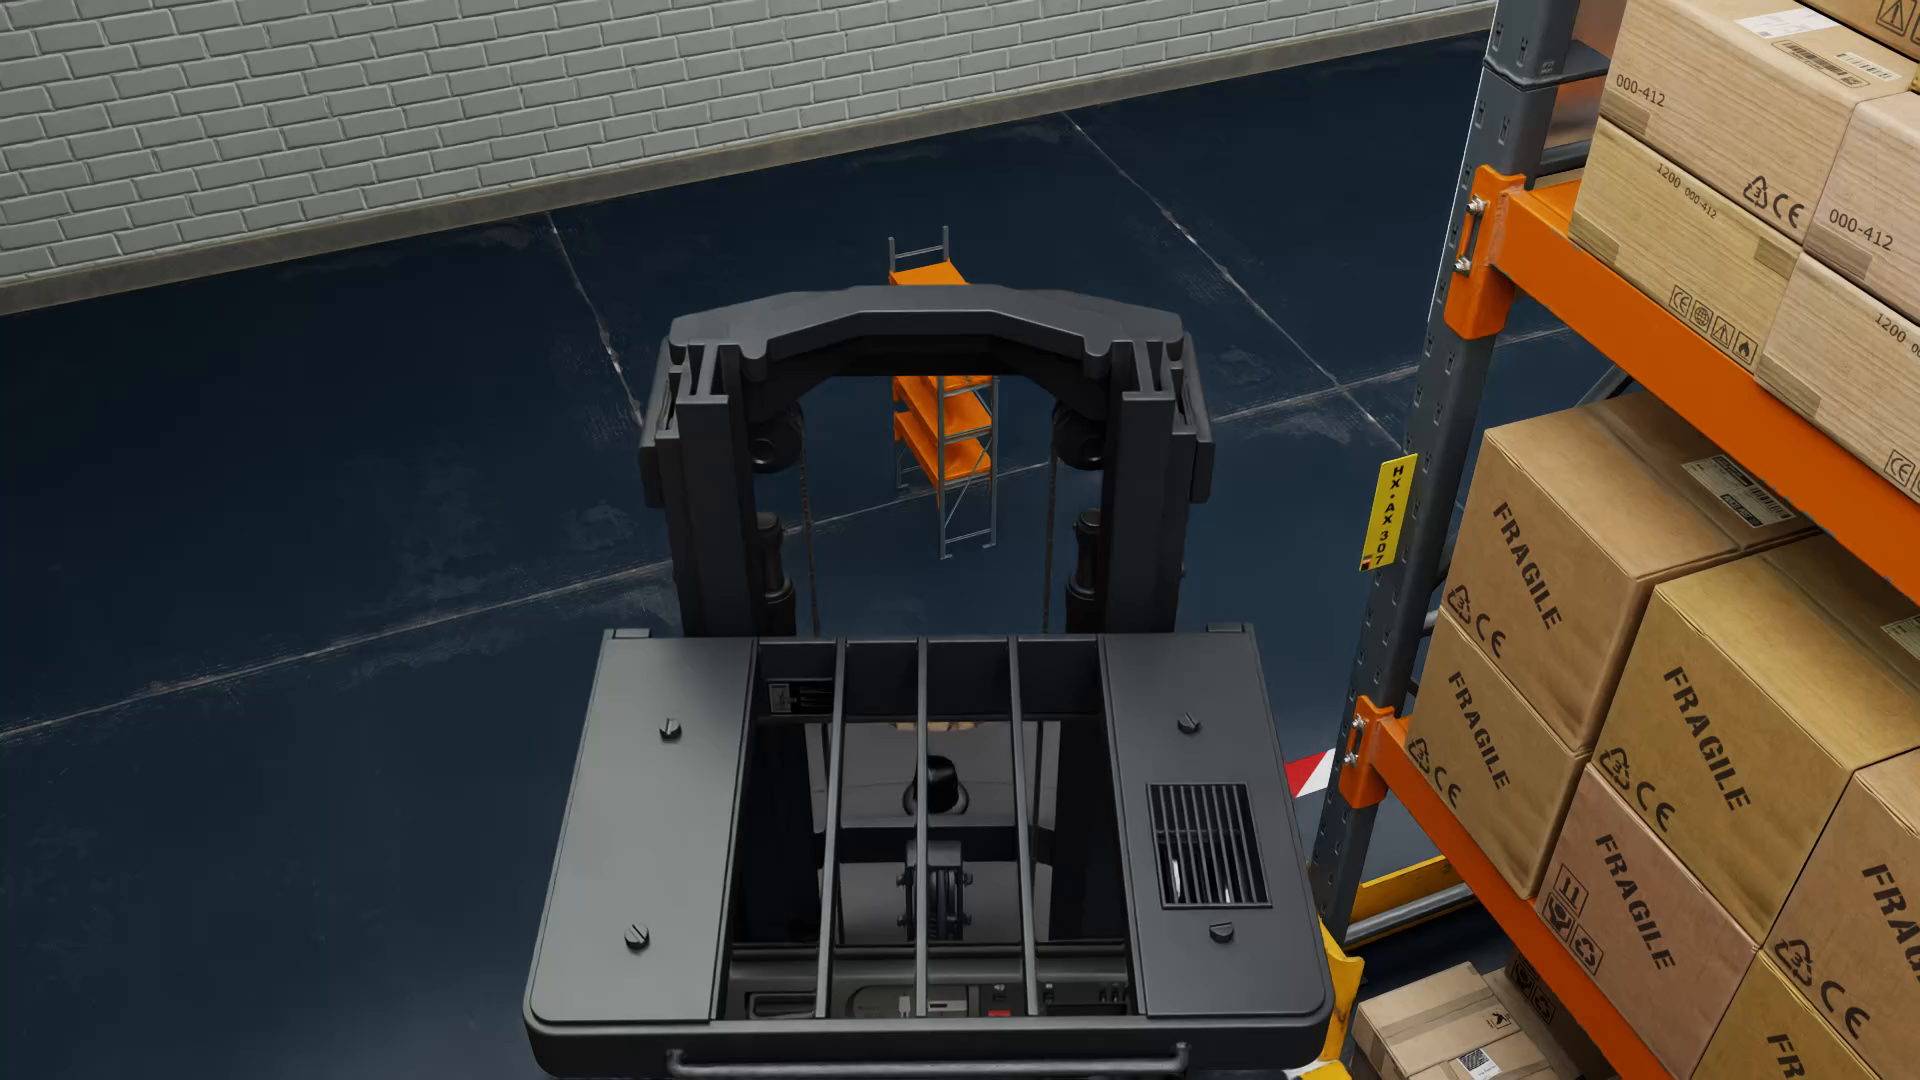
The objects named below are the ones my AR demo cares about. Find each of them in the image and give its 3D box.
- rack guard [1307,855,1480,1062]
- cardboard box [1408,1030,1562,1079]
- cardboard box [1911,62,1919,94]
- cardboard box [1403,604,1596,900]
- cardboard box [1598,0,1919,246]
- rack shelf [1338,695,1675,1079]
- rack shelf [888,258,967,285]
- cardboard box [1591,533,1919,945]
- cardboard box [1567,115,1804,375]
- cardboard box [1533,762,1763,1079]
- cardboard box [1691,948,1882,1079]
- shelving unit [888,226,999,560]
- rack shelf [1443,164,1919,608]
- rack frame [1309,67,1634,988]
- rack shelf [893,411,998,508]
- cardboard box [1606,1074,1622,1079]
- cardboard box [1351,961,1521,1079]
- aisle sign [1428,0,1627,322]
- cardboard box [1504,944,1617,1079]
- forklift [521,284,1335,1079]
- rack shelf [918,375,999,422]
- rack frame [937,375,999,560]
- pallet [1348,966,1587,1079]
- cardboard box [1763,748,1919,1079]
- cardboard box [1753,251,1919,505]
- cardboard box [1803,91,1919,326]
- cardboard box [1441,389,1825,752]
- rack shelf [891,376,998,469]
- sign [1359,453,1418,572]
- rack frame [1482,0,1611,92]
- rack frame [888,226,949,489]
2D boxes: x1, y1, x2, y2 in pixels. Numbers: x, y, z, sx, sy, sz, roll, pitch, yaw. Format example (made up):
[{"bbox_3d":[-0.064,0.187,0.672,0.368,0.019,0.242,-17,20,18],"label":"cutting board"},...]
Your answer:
[{"bbox_3d":[1.525,1.126,5.057,1.175,0.500,0.348,-15,43,-17],"label":"rack guard"},{"bbox_3d":[1.434,1.528,4.508,0.380,0.166,0.250,-15,43,-17],"label":"cardboard box"},{"bbox_3d":[1.821,-0.794,2.229,0.700,0.500,0.500,-15,43,-17],"label":"cardboard box"},{"bbox_3d":[1.422,0.427,3.876,0.500,0.500,0.500,-14,43,-16],"label":"cardboard box"},{"bbox_3d":[1.452,-0.763,2.768,0.500,0.250,0.500,-15,43,-17],"label":"cardboard box"},{"bbox_3d":[2.261,1.610,3.129,1.077,0.370,4.000,-15,43,-17],"label":"rack shelf"},{"bbox_3d":[-0.063,-0.853,6.219,0.258,0.148,0.480,-15,43,-17],"label":"rack shelf"},{"bbox_3d":[1.629,0.361,3.186,0.500,0.500,0.500,-15,43,-16],"label":"cardboard box"},{"bbox_3d":[1.458,-0.575,2.933,0.500,0.250,0.500,-15,43,-17],"label":"cardboard box"},{"bbox_3d":[1.625,0.737,3.516,0.500,0.500,0.500,-16,43,-17],"label":"cardboard box"},{"bbox_3d":[1.814,1.040,3.163,0.500,0.500,0.500,-15,43,-17],"label":"cardboard box"},{"bbox_3d":[-0.063,-0.555,6.475,0.258,1.200,0.503,-15,43,-17],"label":"shelving unit"},{"bbox_3d":[2.261,0.472,2.151,1.077,0.370,4.000,-15,43,-17],"label":"rack shelf"},{"bbox_3d":[1.496,0.132,4.296,1.000,3.000,0.127,-15,43,-17],"label":"rack frame"},{"bbox_3d":[-0.063,-0.353,6.648,0.258,0.148,0.480,-15,43,-17],"label":"rack shelf"},{"bbox_3d":[1.633,1.707,4.235,0.500,0.250,0.500,-15,43,-17],"label":"cardboard box"},{"bbox_3d":[1.339,1.384,4.689,0.380,0.149,0.250,-15,43,-17],"label":"cardboard box"},{"bbox_3d":[1.199,-0.821,3.411,0.394,0.787,0.004,-15,43,-17],"label":"aisle sign"},{"bbox_3d":[1.932,1.179,4.658,0.500,0.500,0.500,-15,43,-17],"label":"cardboard box"},{"bbox_3d":[-0.047,1.120,3.200,1.130,2.935,3.031,-1,41,-1],"label":"forklift"},{"bbox_3d":[-0.063,-0.673,6.373,0.258,0.148,0.480,-15,43,-17],"label":"rack shelf"},{"bbox_3d":[0.030,-0.408,6.304,0.240,1.200,0.015,-15,43,-17],"label":"rack frame"},{"bbox_3d":[1.831,1.715,4.594,1.003,0.211,1.213,-15,43,-17],"label":"pallet"},{"bbox_3d":[1.816,0.664,2.834,0.500,0.500,0.500,-15,43,-16],"label":"cardboard box"},{"bbox_3d":[1.637,-0.271,2.579,0.500,0.250,0.500,-15,43,-17],"label":"cardboard box"},{"bbox_3d":[1.637,-0.460,2.416,0.500,0.250,0.500,-15,43,-17],"label":"cardboard box"},{"bbox_3d":[1.422,0.048,3.550,0.500,0.500,0.500,-14,43,-16],"label":"cardboard box"},{"bbox_3d":[-0.063,-0.504,6.519,0.258,0.148,0.480,-15,43,-17],"label":"rack shelf"},{"bbox_3d":[0.995,-0.061,3.856,0.100,0.325,0.005,-15,43,-17],"label":"sign"},{"bbox_3d":[1.496,-2.142,2.340,1.000,3.000,0.127,-15,43,-17],"label":"rack frame"},{"bbox_3d":[-0.157,-0.702,6.646,0.240,1.200,0.015,-15,43,-17],"label":"rack frame"}]
